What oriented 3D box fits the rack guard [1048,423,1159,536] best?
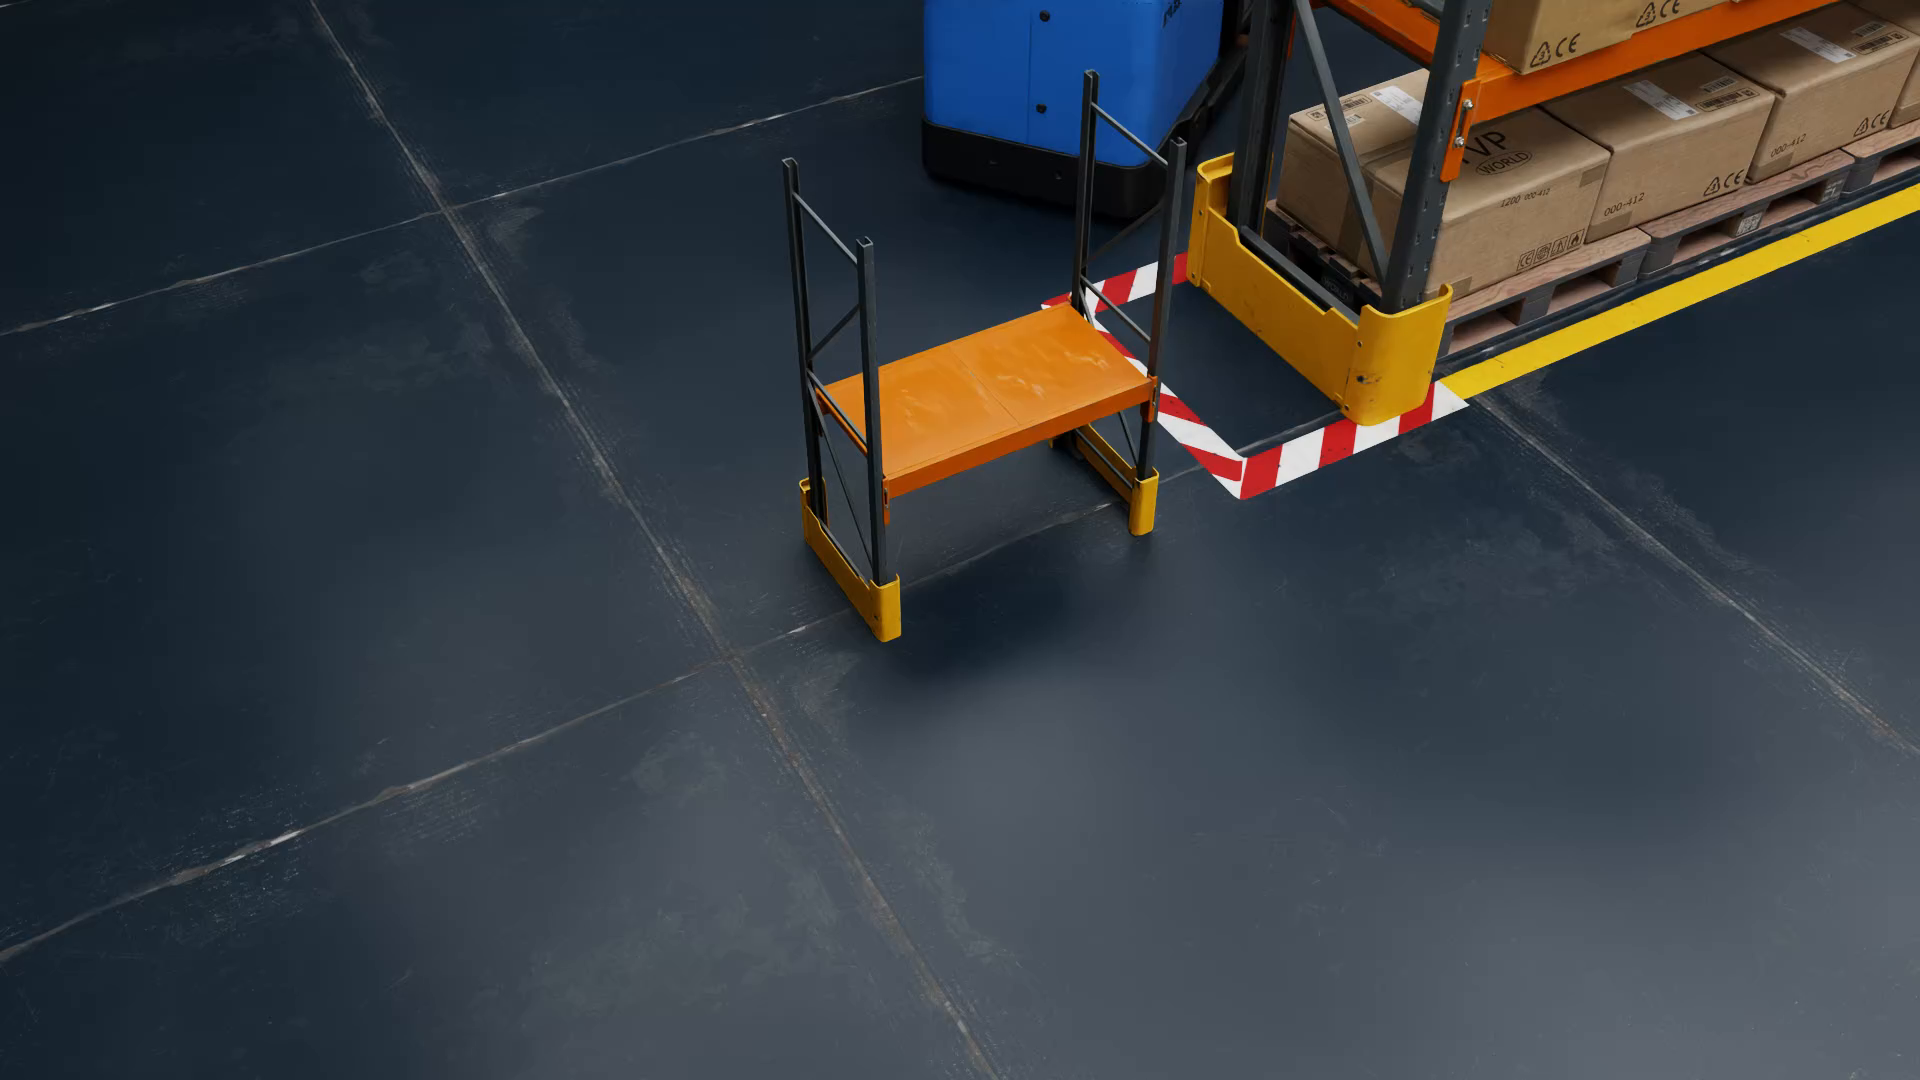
[{"bbox_3d":[0.498,-0.289,5.868,0.087,0.250,0.587,-22,48,-21],"label":"rack guard"}]

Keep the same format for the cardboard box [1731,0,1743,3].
[{"bbox_3d":[2.804,-2.290,5.884,0.500,0.500,0.500,-22,48,-21],"label":"cardboard box"}]

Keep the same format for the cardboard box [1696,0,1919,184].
[{"bbox_3d":[3.464,-2.059,7.255,0.875,0.438,0.875,-23,49,-22],"label":"cardboard box"}]

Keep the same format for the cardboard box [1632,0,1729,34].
[{"bbox_3d":[2.354,-2.125,5.714,0.500,0.500,0.500,-22,48,-21],"label":"cardboard box"}]

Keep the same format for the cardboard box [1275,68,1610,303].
[{"bbox_3d":[1.892,-1.424,6.602,0.875,0.438,0.875,-23,49,-22],"label":"cardboard box"}]

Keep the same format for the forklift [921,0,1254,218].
[{"bbox_3d":[0.887,-3.455,7.206,1.130,2.935,3.031,17,47,17],"label":"forklift"}]

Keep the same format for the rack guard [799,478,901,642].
[{"bbox_3d":[-0.366,0.057,5.512,0.087,0.250,0.587,-22,48,-21],"label":"rack guard"}]

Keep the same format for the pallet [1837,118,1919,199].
[{"bbox_3d":[4.140,-2.074,7.736,1.213,0.211,1.003,-22,48,-21],"label":"pallet"}]

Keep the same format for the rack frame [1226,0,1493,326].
[{"bbox_3d":[1.370,-1.903,5.558,0.127,3.000,1.000,-22,48,-21],"label":"rack frame"}]

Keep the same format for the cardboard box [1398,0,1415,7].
[{"bbox_3d":[1.656,-2.267,5.860,0.500,0.500,0.500,-22,48,-21],"label":"cardboard box"}]

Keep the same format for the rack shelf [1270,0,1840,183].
[{"bbox_3d":[3.104,-2.339,6.523,4.000,0.370,1.077,-22,48,-21],"label":"rack shelf"}]

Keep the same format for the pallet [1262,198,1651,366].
[{"bbox_3d":[2.024,-1.227,6.863,1.213,0.211,1.003,-22,48,-21],"label":"pallet"}]

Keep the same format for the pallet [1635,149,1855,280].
[{"bbox_3d":[3.081,-1.648,7.297,1.213,0.211,1.003,-22,48,-21],"label":"pallet"}]

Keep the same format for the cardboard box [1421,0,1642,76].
[{"bbox_3d":[1.929,-1.933,5.516,0.500,0.500,0.500,-22,48,-21],"label":"cardboard box"}]

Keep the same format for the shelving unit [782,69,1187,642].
[{"bbox_3d":[0.066,-0.565,5.255,1.083,1.500,0.587,-22,48,-21],"label":"shelving unit"}]

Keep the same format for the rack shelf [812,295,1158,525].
[{"bbox_3d":[0.074,-0.439,5.383,1.000,0.185,0.538,-22,48,-21],"label":"rack shelf"}]

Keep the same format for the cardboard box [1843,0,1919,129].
[{"bbox_3d":[4.240,-2.369,7.576,0.875,0.438,0.875,-22,48,-21],"label":"cardboard box"}]

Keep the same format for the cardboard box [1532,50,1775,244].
[{"bbox_3d":[2.682,-1.747,6.934,0.875,0.438,0.875,-21,48,-20],"label":"cardboard box"}]

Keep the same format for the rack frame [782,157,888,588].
[{"bbox_3d":[-0.367,-0.391,5.076,0.032,1.500,0.500,-22,48,-21],"label":"rack frame"}]

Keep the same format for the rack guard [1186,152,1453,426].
[{"bbox_3d":[1.349,-0.998,6.420,0.348,0.500,1.175,-22,48,-21],"label":"rack guard"}]

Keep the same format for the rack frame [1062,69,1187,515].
[{"bbox_3d":[0.515,-0.744,5.440,0.032,1.500,0.500,-22,48,-21],"label":"rack frame"}]
